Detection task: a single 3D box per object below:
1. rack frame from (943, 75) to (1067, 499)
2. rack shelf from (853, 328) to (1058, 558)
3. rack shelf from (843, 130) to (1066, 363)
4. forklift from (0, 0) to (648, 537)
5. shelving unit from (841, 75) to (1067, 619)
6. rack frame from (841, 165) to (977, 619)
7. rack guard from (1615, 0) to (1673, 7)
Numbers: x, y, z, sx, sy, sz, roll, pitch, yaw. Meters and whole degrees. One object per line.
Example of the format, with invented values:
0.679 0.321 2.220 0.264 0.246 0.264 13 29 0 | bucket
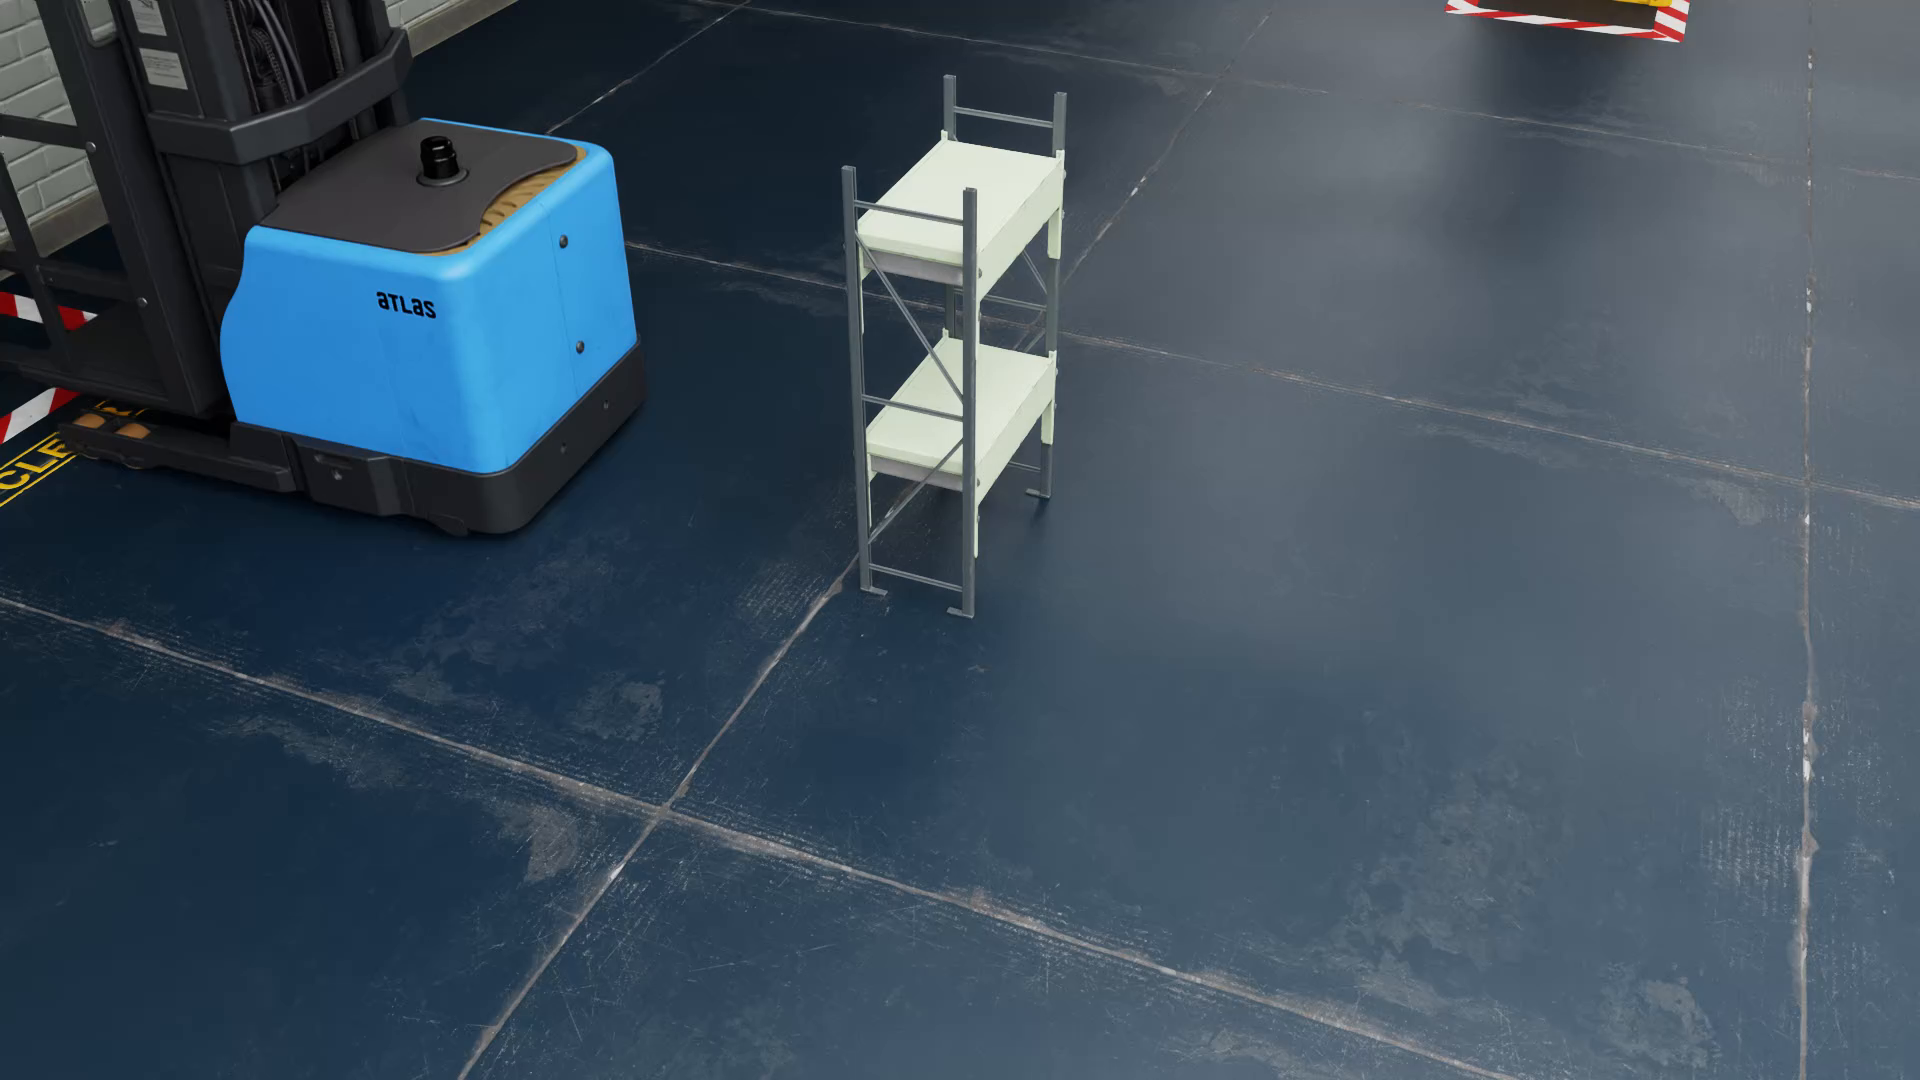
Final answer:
0.137 -0.800 5.567 0.400 1.500 0.023 14 39 18 | rack frame
-0.003 -0.336 5.491 0.431 0.370 0.720 14 39 18 | rack shelf
-0.003 -0.910 5.062 0.431 0.370 0.720 14 39 18 | rack shelf
-2.769 -1.717 5.599 3.031 2.935 1.130 12 38 15 | forklift
-0.003 -0.597 5.296 0.431 1.500 0.755 14 39 18 | shelving unit
-0.142 -0.394 5.025 0.400 1.500 0.023 14 39 18 | rack frame
3.820 -3.645 10.209 1.175 0.500 0.348 14 39 18 | rack guard
